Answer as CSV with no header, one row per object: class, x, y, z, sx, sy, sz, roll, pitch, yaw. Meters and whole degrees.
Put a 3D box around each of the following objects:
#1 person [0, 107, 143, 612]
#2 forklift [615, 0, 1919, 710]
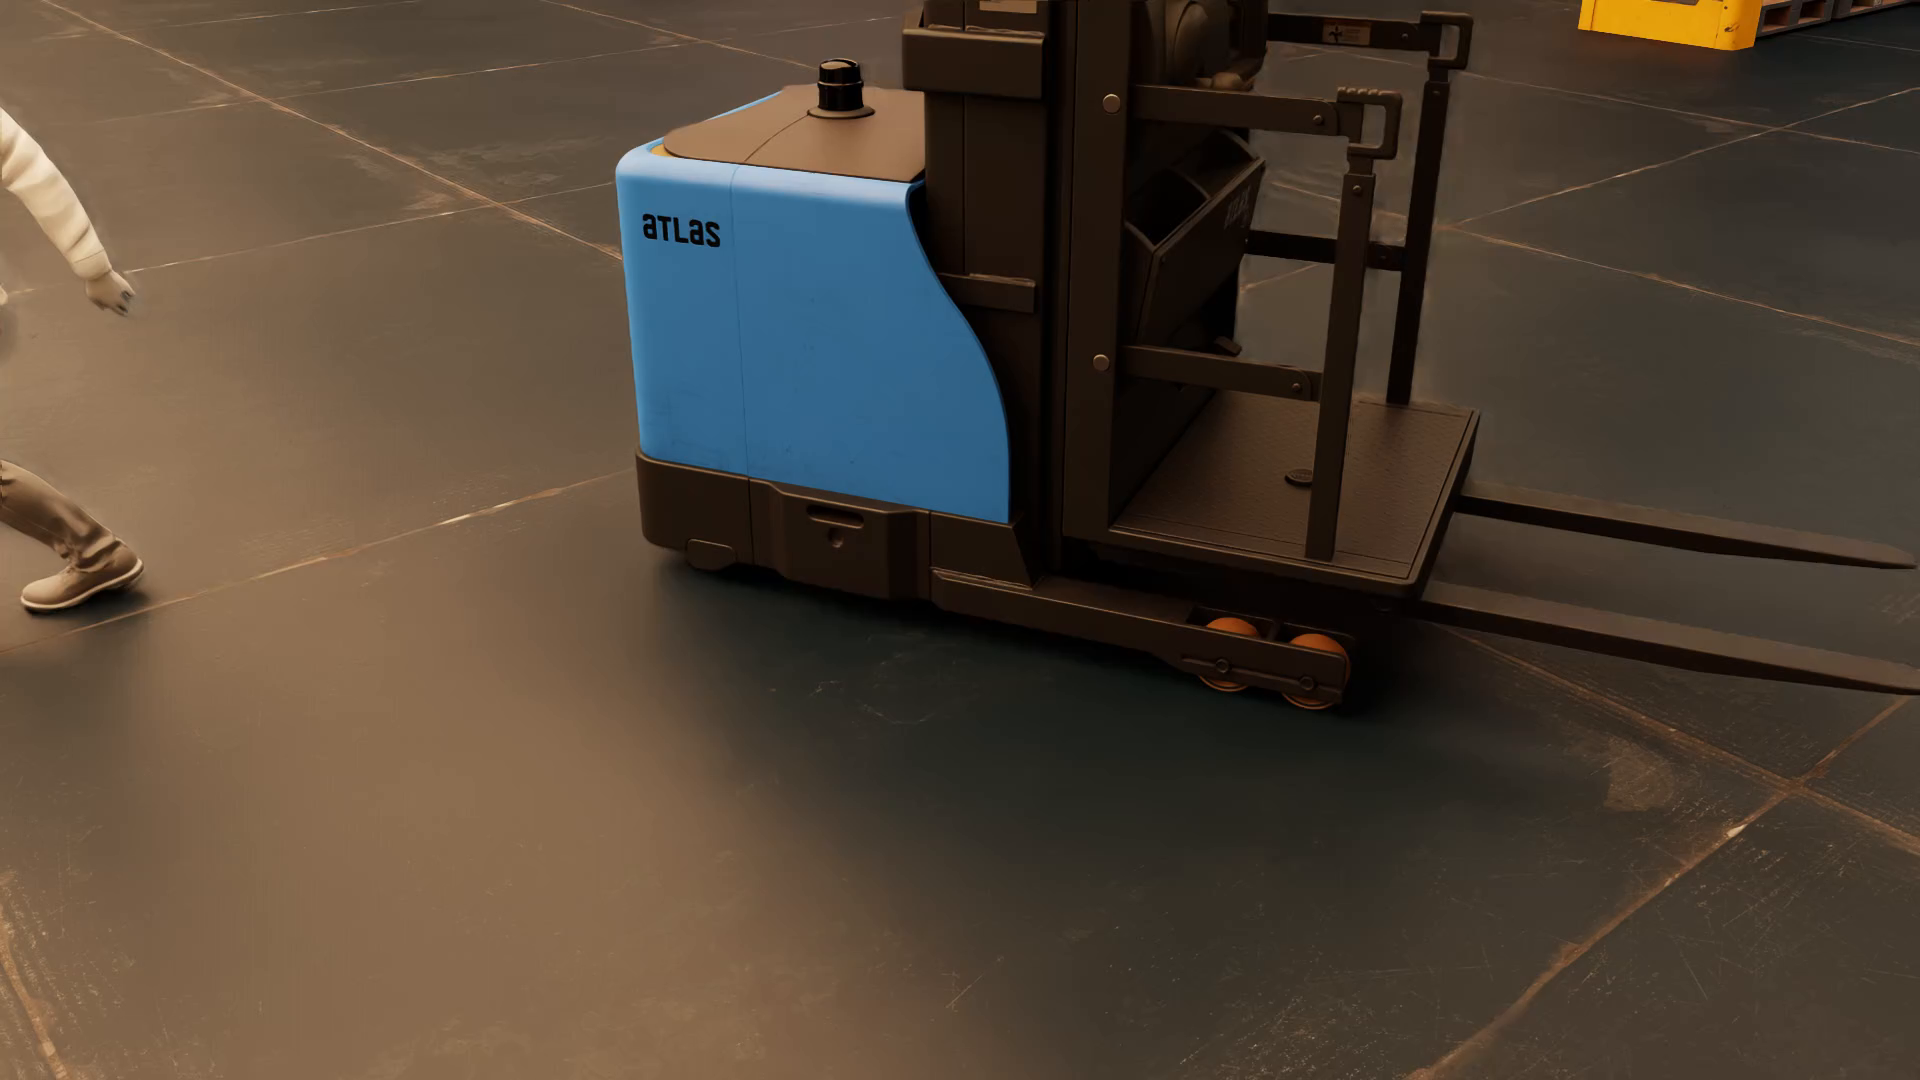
person,-2.359,-0.485,3.723,0.887,1.617,0.513,-21,33,-35
forklift,0.729,-1.201,3.624,3.031,2.935,1.130,11,28,20
